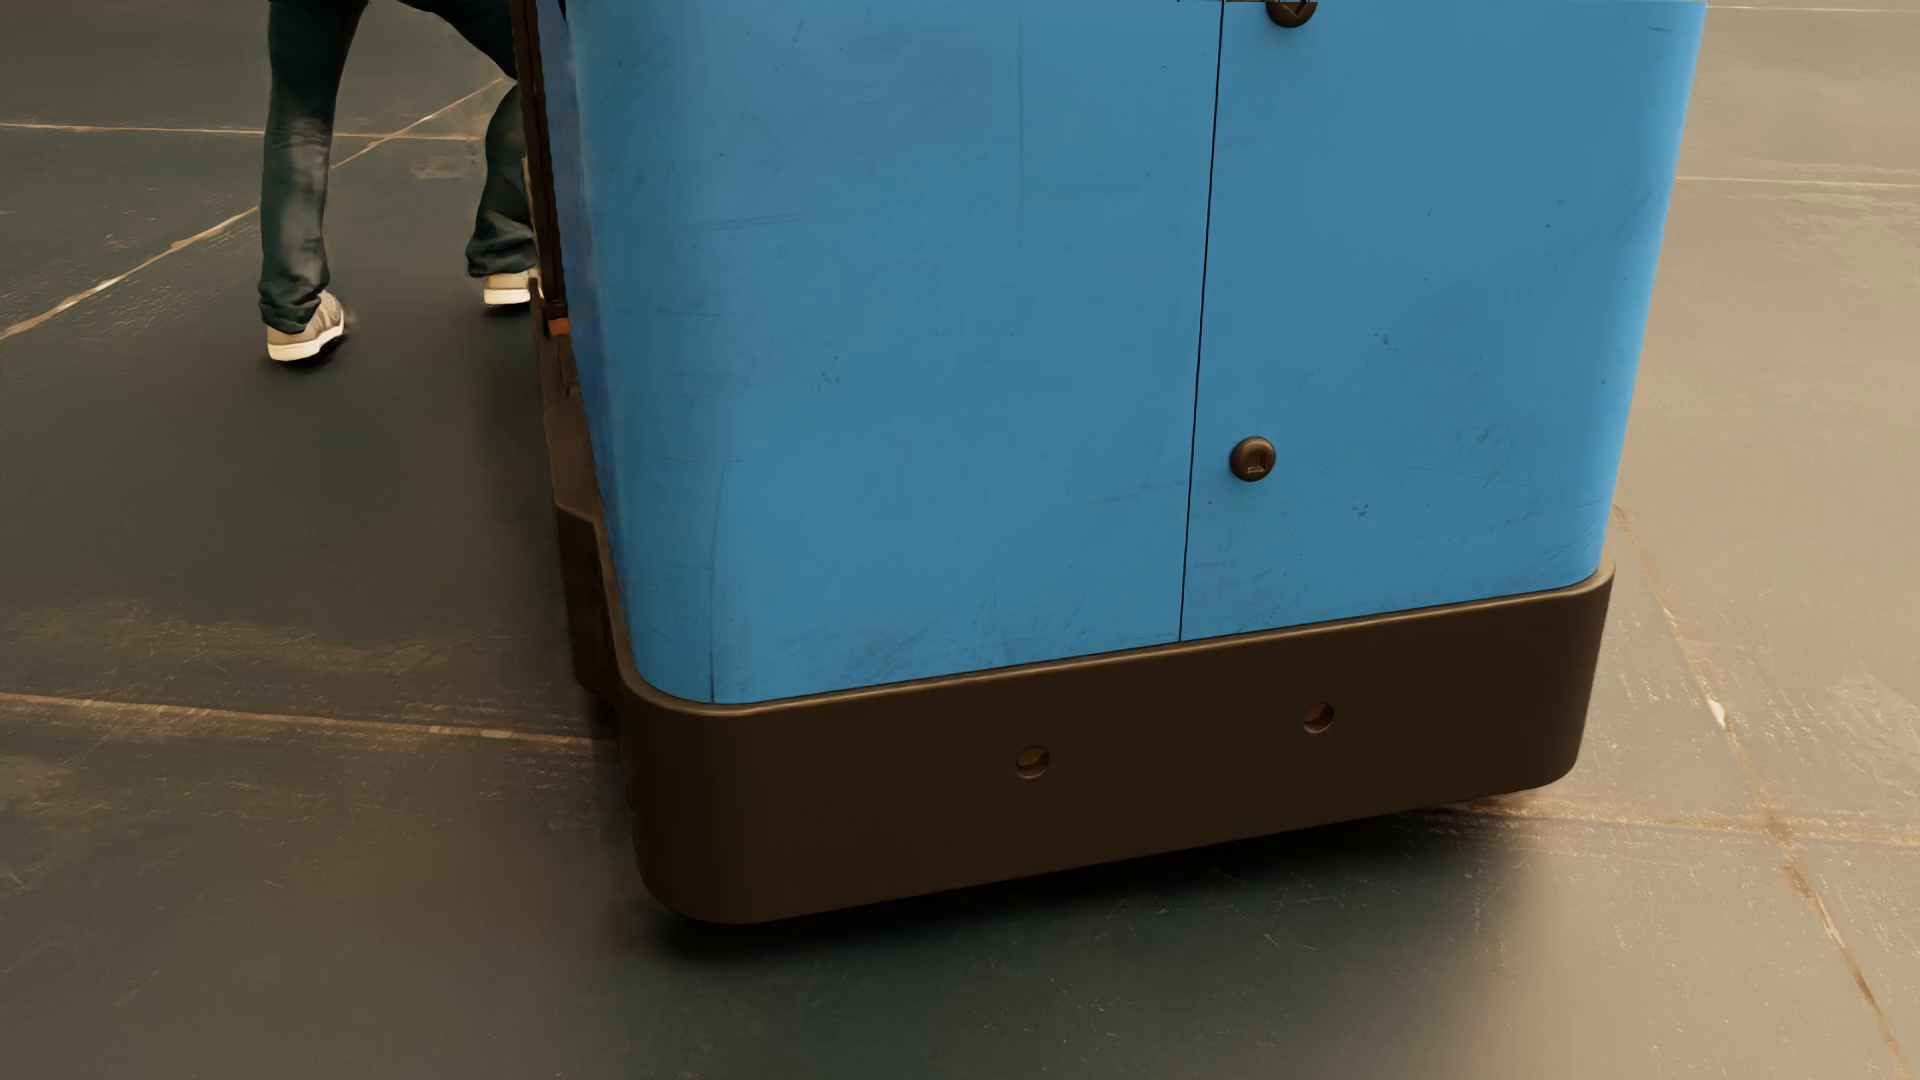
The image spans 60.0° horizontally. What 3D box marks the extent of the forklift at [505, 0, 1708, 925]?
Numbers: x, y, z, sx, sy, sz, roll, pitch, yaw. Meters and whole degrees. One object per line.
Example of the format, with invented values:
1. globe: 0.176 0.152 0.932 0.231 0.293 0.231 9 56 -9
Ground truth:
1. forklift: -0.185 -1.580 2.384 1.130 2.935 3.031 -7 27 -14

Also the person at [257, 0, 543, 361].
1. person: -0.998 -1.129 3.115 0.677 1.489 0.744 0 27 0
